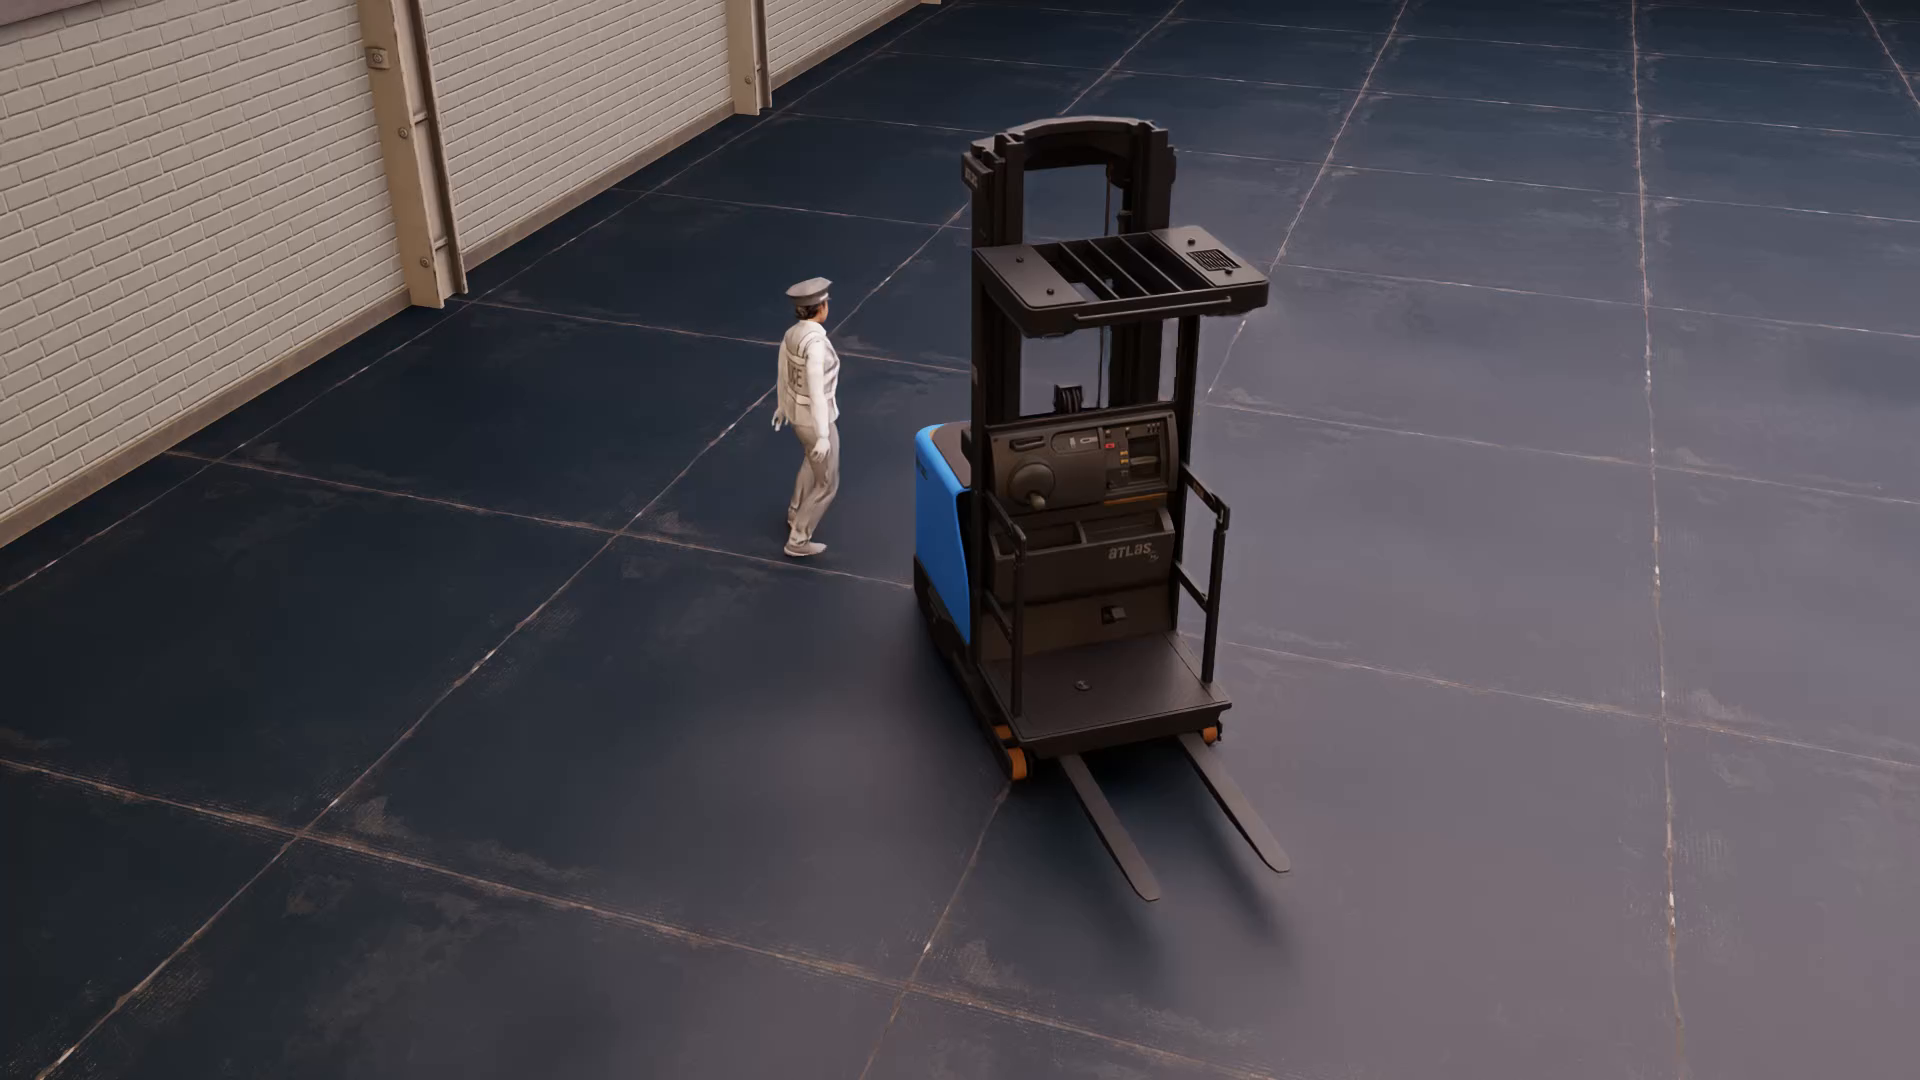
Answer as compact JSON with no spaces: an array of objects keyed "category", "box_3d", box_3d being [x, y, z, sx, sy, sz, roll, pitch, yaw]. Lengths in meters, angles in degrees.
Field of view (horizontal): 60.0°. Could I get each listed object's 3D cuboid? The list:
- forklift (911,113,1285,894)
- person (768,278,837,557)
[{"category":"forklift","box_3d":[0.645,-0.351,7.752,1.130,2.935,3.031,-9,31,-15]},{"category":"person","box_3d":[-0.905,-0.699,9.719,0.417,1.642,0.808,-11,32,-19]}]
